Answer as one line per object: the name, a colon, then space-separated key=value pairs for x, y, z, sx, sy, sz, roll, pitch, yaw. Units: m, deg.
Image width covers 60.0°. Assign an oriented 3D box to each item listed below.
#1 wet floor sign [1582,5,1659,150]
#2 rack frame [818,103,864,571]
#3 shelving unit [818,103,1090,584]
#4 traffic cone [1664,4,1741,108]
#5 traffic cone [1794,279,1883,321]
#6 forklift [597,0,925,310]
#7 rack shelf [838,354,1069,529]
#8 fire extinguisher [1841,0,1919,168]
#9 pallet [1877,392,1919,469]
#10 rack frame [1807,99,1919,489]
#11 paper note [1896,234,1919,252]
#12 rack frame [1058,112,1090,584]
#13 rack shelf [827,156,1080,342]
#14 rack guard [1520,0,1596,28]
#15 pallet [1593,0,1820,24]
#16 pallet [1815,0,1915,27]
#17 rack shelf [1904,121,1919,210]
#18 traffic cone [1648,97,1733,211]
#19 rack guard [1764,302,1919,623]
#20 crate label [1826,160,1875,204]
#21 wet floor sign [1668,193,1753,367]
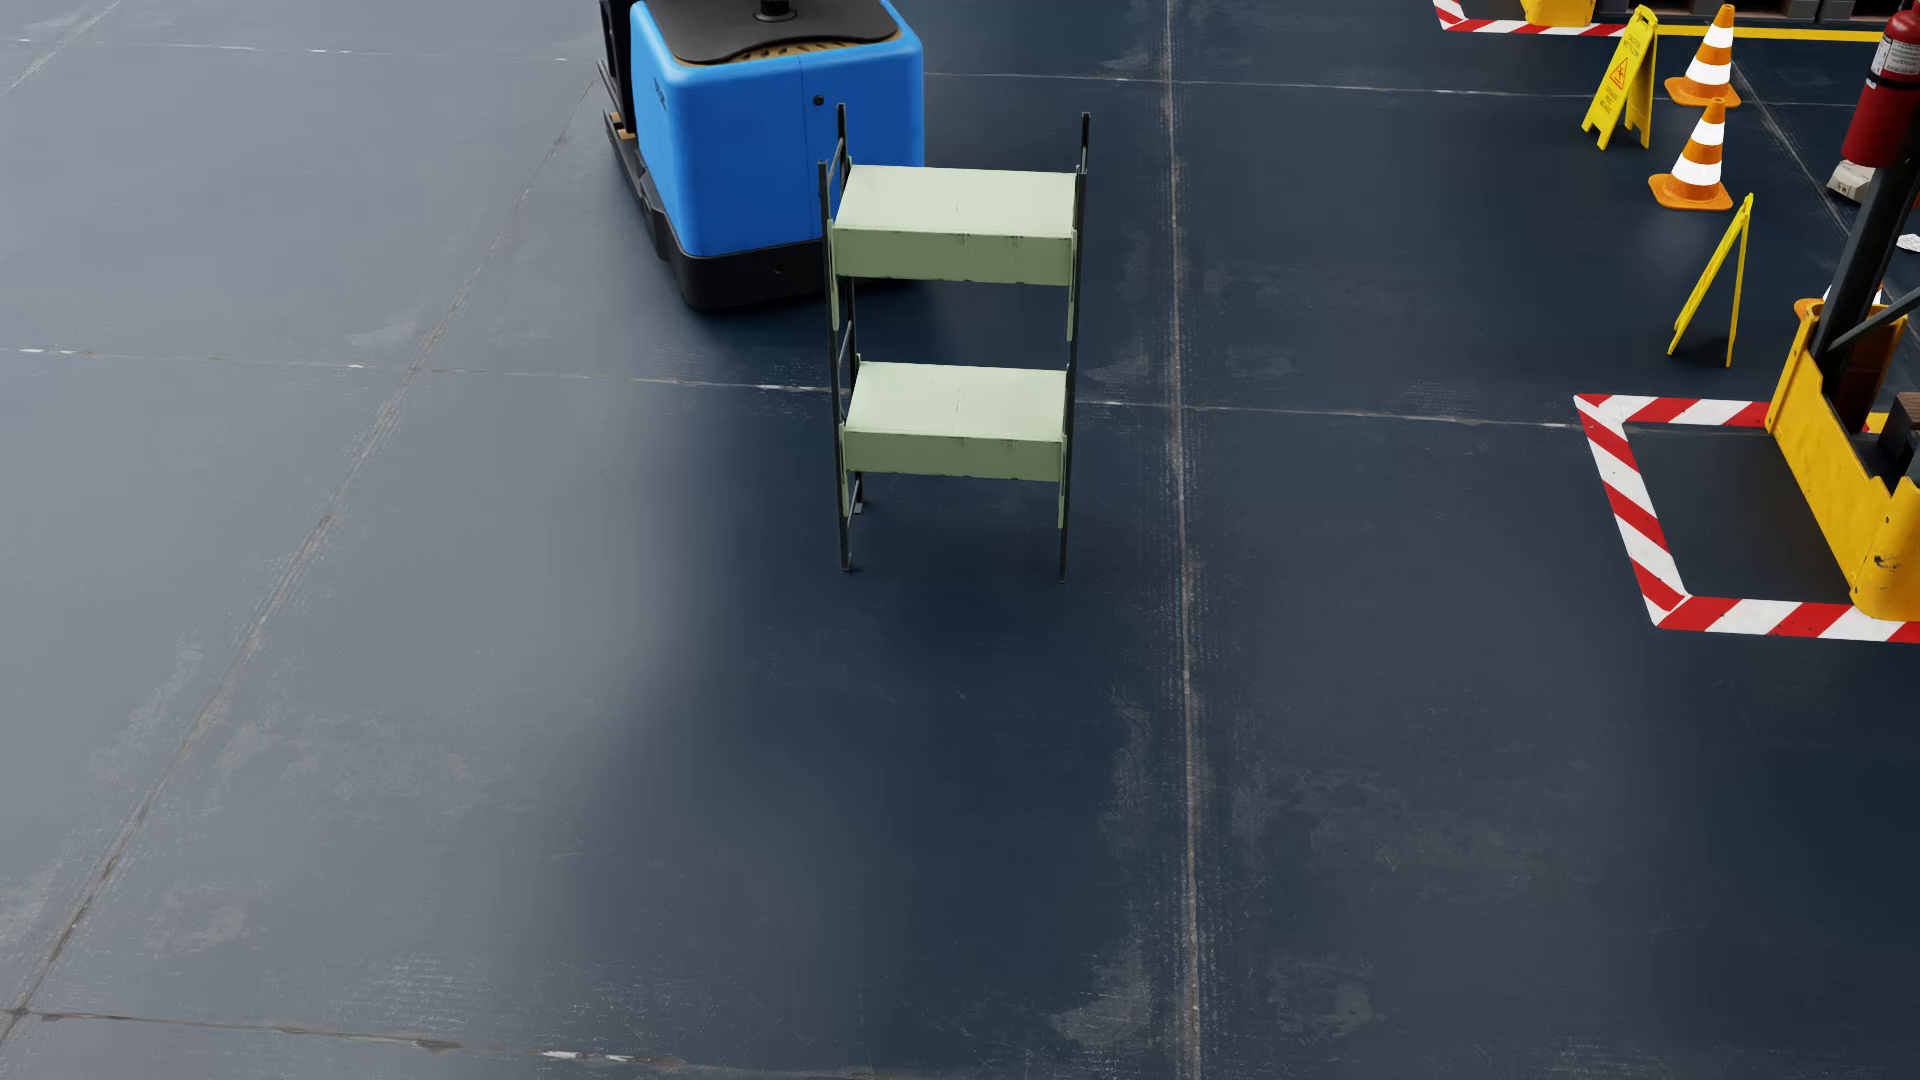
wet floor sign: x=3.220 y=-2.230 z=7.978 sx=0.232 sy=0.644 sz=0.267 roll=-3 pitch=39 yaw=-4
rack frame: x=-0.371 y=-0.602 z=5.301 sx=0.023 sy=1.500 sz=0.400 roll=3 pitch=39 yaw=4
shelving unit: x=-0.007 y=-0.582 z=5.277 sx=0.755 sy=1.500 sz=0.431 roll=3 pitch=39 yaw=4
traffic cone: x=3.827 y=-2.481 z=8.431 sx=0.334 sy=0.463 sz=0.336 roll=3 pitch=39 yaw=4
traffic cone: x=3.633 y=-1.072 z=6.701 sx=0.334 sy=0.463 sz=0.336 roll=3 pitch=39 yaw=4
forklift: x=-1.089 y=-3.012 z=7.128 sx=1.130 sy=2.935 sz=3.031 roll=-12 pitch=41 yaw=-15
rack shelf: x=-0.007 y=-0.329 z=5.483 sx=0.720 sy=0.370 sz=0.431 roll=3 pitch=39 yaw=4
fire extinguisher: x=3.019 y=-1.534 z=5.320 sx=0.183 sy=0.674 sz=0.296 roll=3 pitch=39 yaw=4
pallet: x=3.976 y=-0.116 z=5.725 sx=1.213 sy=0.211 sz=1.003 roll=3 pitch=39 yaw=4
rack frame: x=3.094 y=-1.268 z=4.932 sx=0.127 sy=3.000 sz=1.000 roll=3 pitch=39 yaw=4
paper note: x=4.207 y=-1.317 z=7.344 sx=0.142 sy=0.019 sz=0.148 roll=-10 pitch=40 yaw=-12
rack frame: x=0.358 y=-0.562 z=5.252 sx=0.023 sy=1.500 sz=0.400 roll=3 pitch=39 yaw=4
rack shelf: x=-0.007 y=-0.885 z=5.031 sx=0.720 sy=0.370 sz=0.431 roll=3 pitch=39 yaw=4
rack guard: x=3.396 y=-3.419 z=9.554 sx=0.348 sy=0.500 sz=1.175 roll=3 pitch=39 yaw=4
pallet: x=4.223 y=-3.311 z=9.650 sx=1.213 sy=0.211 sz=1.003 roll=3 pitch=39 yaw=4
pallet: x=5.436 y=-3.243 z=9.567 sx=1.213 sy=0.211 sz=1.003 roll=3 pitch=39 yaw=4
rack shelf: x=5.086 y=-0.880 z=5.025 sx=4.000 sy=0.370 sz=1.077 roll=3 pitch=39 yaw=4
traffic cone: x=3.390 y=-1.789 z=7.581 sx=0.334 sy=0.463 sz=0.336 roll=3 pitch=39 yaw=4
rack guard: x=3.169 y=-0.294 z=5.716 sx=0.348 sy=0.500 sz=1.175 roll=3 pitch=39 yaw=4
crate label: x=4.179 y=-1.658 z=7.679 sx=0.298 sy=0.136 sz=0.250 roll=-16 pitch=42 yaw=-19
wet floor sign: x=2.997 y=-1.038 z=6.514 sx=0.232 sy=0.644 sz=0.267 roll=16 pitch=42 yaw=19
